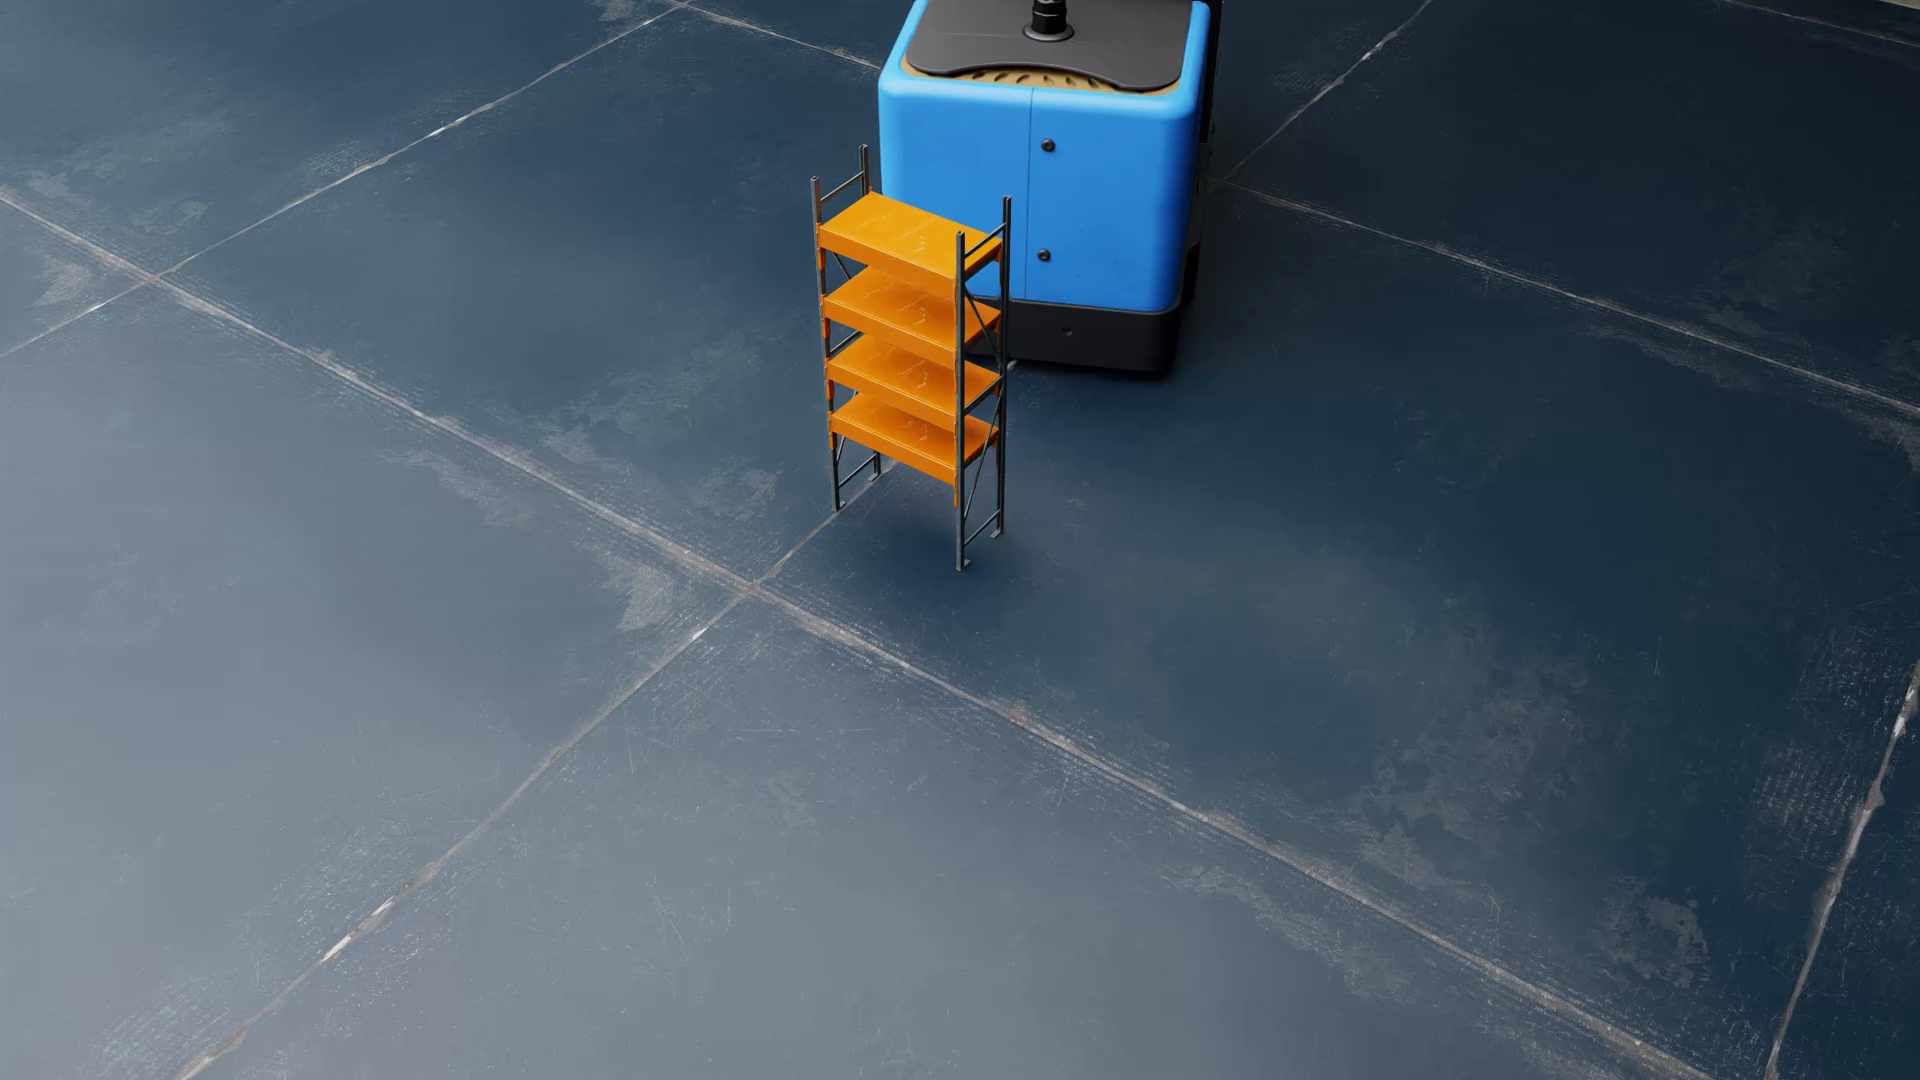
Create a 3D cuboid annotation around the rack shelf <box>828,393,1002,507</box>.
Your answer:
[{"bbox_3d":[-0.136,-0.312,5.098,0.480,0.148,0.258,25,48,25],"label":"rack shelf"}]

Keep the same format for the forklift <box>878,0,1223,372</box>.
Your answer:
[{"bbox_3d":[0.486,-2.669,6.035,1.130,2.935,3.031,7,42,7],"label":"forklift"}]

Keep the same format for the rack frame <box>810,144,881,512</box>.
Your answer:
[{"bbox_3d":[-0.335,-0.604,5.025,0.015,1.200,0.240,25,48,25],"label":"rack frame"}]

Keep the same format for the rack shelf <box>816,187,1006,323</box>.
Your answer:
[{"bbox_3d":[-0.136,-0.803,4.659,0.480,0.148,0.258,25,48,25],"label":"rack shelf"}]

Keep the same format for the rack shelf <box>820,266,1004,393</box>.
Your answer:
[{"bbox_3d":[-0.136,-0.627,4.816,0.480,0.148,0.258,25,48,25],"label":"rack shelf"}]

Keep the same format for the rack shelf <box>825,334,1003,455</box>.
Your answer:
[{"bbox_3d":[-0.136,-0.460,4.966,0.480,0.148,0.258,25,48,25],"label":"rack shelf"}]

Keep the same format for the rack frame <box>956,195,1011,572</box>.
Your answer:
[{"bbox_3d":[0.064,-0.417,4.816,0.015,1.200,0.240,25,48,25],"label":"rack frame"}]

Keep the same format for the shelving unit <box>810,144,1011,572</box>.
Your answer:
[{"bbox_3d":[-0.136,-0.511,4.921,0.503,1.200,0.258,25,48,25],"label":"shelving unit"}]
